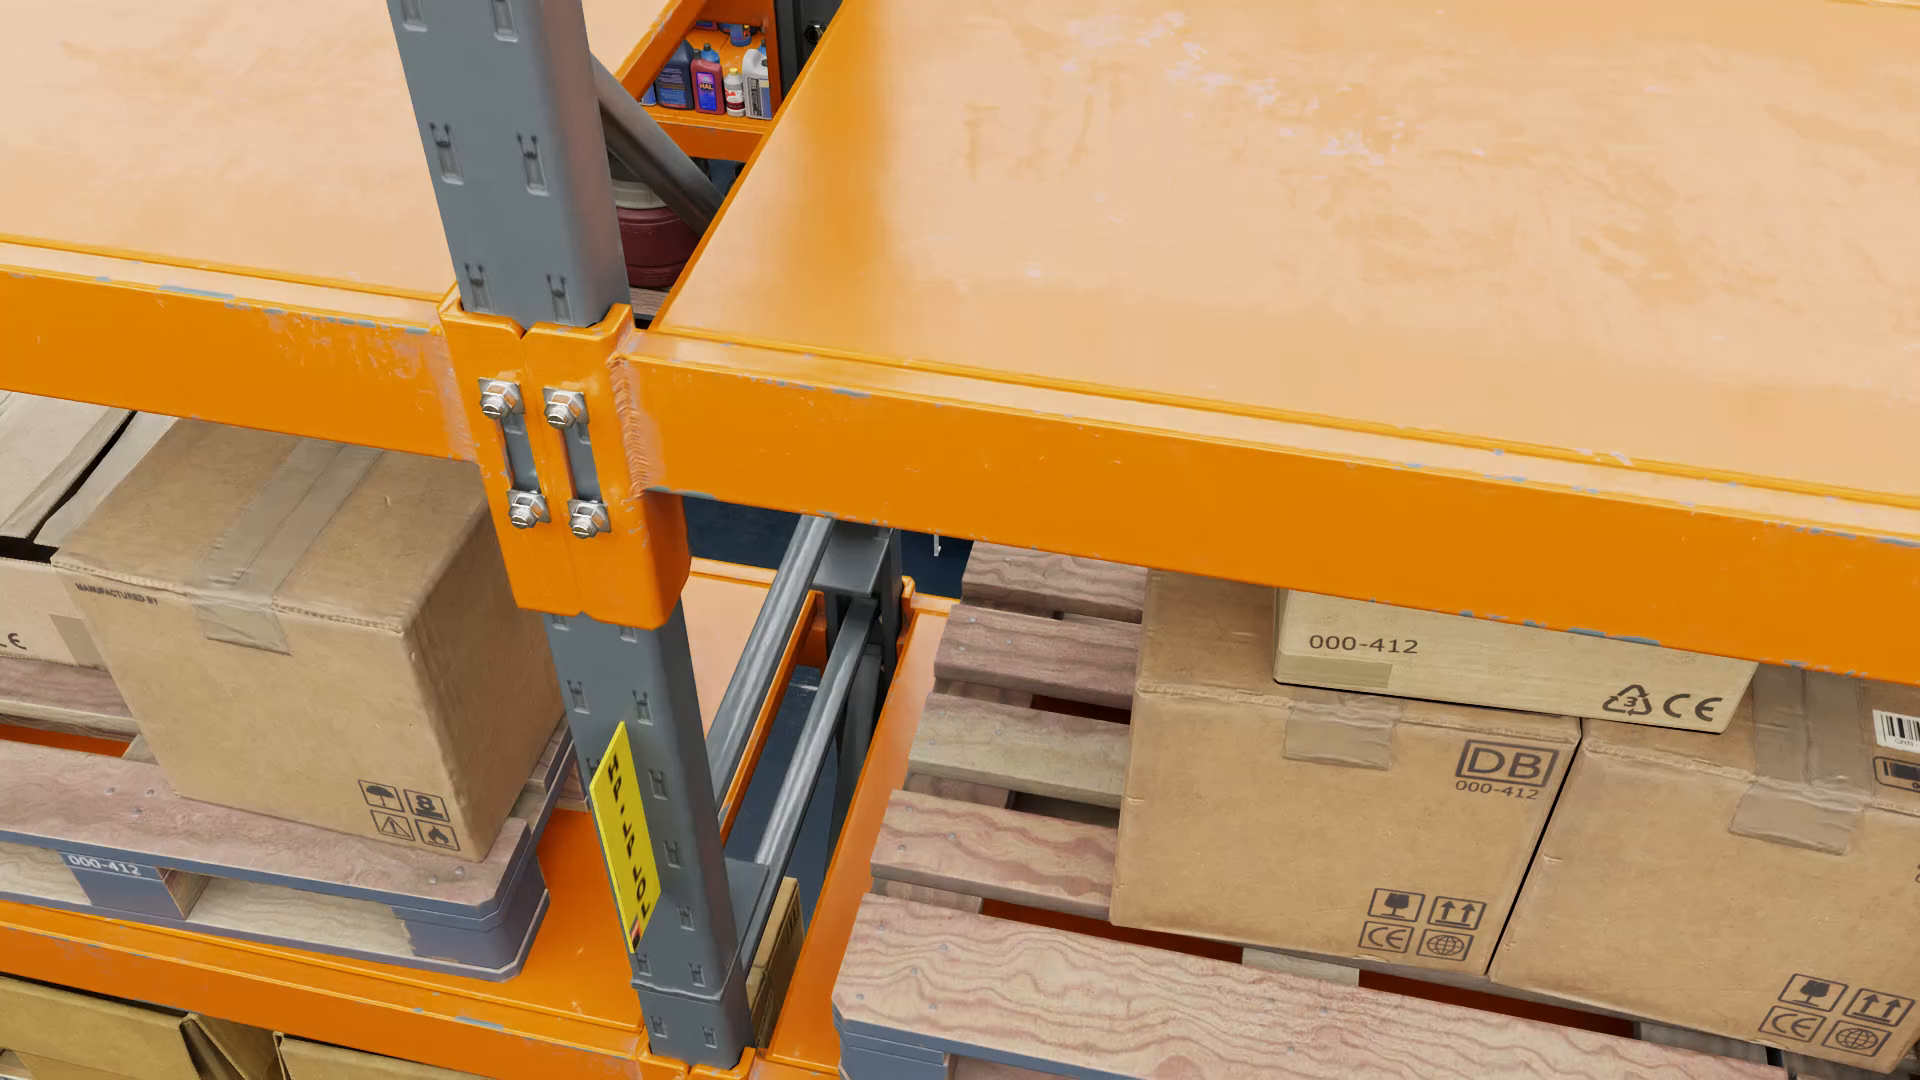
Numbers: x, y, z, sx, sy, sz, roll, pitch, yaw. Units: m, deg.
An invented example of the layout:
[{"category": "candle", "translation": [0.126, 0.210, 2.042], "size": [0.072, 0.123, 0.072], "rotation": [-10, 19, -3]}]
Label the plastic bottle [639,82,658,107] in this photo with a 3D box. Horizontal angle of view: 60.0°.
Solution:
[{"category": "plastic bottle", "translation": [-1.391, -2.059, 7.276], "size": [0.135, 0.276, 0.152], "rotation": [9, 45, 9]}]

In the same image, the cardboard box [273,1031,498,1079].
[{"category": "cardboard box", "translation": [-0.899, 0.871, 3.347], "size": [0.637, 0.503, 0.797], "rotation": [8, 44, 8]}]

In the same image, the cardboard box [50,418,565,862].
[{"category": "cardboard box", "translation": [-0.842, 0.010, 2.499], "size": [0.500, 0.500, 0.700], "rotation": [10, 45, 10]}]

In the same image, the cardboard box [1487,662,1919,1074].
[{"category": "cardboard box", "translation": [1.027, 0.217, 2.211], "size": [0.500, 0.500, 0.700], "rotation": [11, 45, 11]}]

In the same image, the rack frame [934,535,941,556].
[{"category": "rack frame", "translation": [-0.077, -0.444, 6.806], "size": [0.015, 1.200, 0.240], "rotation": [9, 45, 9]}]

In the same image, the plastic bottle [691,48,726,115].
[{"category": "plastic bottle", "translation": [-1.090, -1.983, 7.191], "size": [0.133, 0.283, 0.061], "rotation": [9, 45, 9]}]

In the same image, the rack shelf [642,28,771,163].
[{"category": "rack shelf", "translation": [-1.144, -2.036, 7.682], "size": [4.000, 0.370, 1.077], "rotation": [9, 45, 9]}]

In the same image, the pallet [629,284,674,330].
[{"category": "pallet", "translation": [-1.131, -1.316, 8.425], "size": [1.213, 0.211, 1.003], "rotation": [9, 45, 9]}]

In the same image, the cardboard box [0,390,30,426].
[{"category": "cardboard box", "translation": [-1.694, -0.109, 2.876], "size": [0.250, 0.149, 0.380], "rotation": [7, 44, 7]}]

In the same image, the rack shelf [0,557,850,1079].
[{"category": "rack shelf", "translation": [-2.226, 0.235, 3.159], "size": [4.000, 0.370, 1.077], "rotation": [9, 45, 9]}]

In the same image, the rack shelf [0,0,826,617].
[{"category": "rack shelf", "translation": [-2.226, -0.702, 2.257], "size": [4.000, 0.370, 1.077], "rotation": [9, 45, 9]}]

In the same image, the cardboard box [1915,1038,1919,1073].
[{"category": "cardboard box", "translation": [1.506, 0.393, 2.029], "size": [0.500, 0.500, 0.700], "rotation": [11, 45, 11]}]

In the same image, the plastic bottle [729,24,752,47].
[{"category": "plastic bottle", "translation": [-1.020, -2.418, 7.652], "size": [0.097, 0.271, 0.097], "rotation": [0, 44, 0]}]

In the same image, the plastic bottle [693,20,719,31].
[{"category": "plastic bottle", "translation": [-1.195, -2.521, 7.751], "size": [0.133, 0.283, 0.061], "rotation": [9, 45, 9]}]

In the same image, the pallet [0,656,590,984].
[{"category": "pallet", "translation": [-1.179, 0.242, 2.771], "size": [1.217, 0.209, 0.805], "rotation": [7, 44, 7]}]

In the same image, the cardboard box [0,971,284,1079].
[{"category": "cardboard box", "translation": [-1.566, 0.759, 3.463], "size": [0.637, 0.503, 0.797], "rotation": [9, 45, 10]}]

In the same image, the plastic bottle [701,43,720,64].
[{"category": "plastic bottle", "translation": [-1.090, -2.035, 7.254], "size": [0.097, 0.271, 0.097], "rotation": [0, 44, 0]}]

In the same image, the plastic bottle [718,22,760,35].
[{"category": "plastic bottle", "translation": [-1.036, -2.535, 7.716], "size": [0.185, 0.351, 0.144], "rotation": [9, 45, 9]}]

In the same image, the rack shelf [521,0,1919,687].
[{"category": "rack shelf", "translation": [1.678, -0.096, 1.628], "size": [4.000, 0.370, 1.077], "rotation": [9, 45, 9]}]

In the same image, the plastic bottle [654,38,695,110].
[{"category": "plastic bottle", "translation": [-1.236, -2.060, 7.222], "size": [0.185, 0.351, 0.144], "rotation": [9, 45, 9]}]

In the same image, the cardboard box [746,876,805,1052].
[{"category": "cardboard box", "translation": [-0.668, 1.084, 3.848], "size": [0.500, 0.500, 0.500], "rotation": [9, 45, 9]}]

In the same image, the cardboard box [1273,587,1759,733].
[{"category": "cardboard box", "translation": [0.642, -0.068, 1.967], "size": [0.500, 0.250, 0.500], "rotation": [6, 44, 6]}]

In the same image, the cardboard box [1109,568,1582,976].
[{"category": "cardboard box", "translation": [0.503, 0.133, 2.299], "size": [0.500, 0.500, 0.700], "rotation": [6, 44, 7]}]

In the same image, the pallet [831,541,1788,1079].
[{"category": "pallet", "translation": [0.522, 0.441, 2.489], "size": [1.213, 0.211, 1.003], "rotation": [9, 45, 9]}]

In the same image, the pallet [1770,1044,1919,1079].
[{"category": "pallet", "translation": [1.709, 0.628, 2.296], "size": [1.213, 0.211, 1.003], "rotation": [9, 45, 9]}]

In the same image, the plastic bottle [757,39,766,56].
[{"category": "plastic bottle", "translation": [-0.845, -2.062, 7.282], "size": [0.097, 0.271, 0.097], "rotation": [0, 44, 0]}]

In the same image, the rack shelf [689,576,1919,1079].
[{"category": "rack shelf", "translation": [1.678, 0.840, 2.530], "size": [4.000, 0.370, 1.077], "rotation": [9, 45, 9]}]

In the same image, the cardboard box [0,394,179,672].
[{"category": "cardboard box", "translation": [-1.325, -0.068, 2.716], "size": [0.500, 0.311, 0.500], "rotation": [7, 44, 8]}]

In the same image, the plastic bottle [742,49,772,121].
[{"category": "plastic bottle", "translation": [-0.854, -1.976, 7.190], "size": [0.135, 0.276, 0.152], "rotation": [9, 45, 9]}]

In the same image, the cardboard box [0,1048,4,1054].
[{"category": "cardboard box", "translation": [-2.176, 0.675, 3.550], "size": [0.637, 0.503, 0.797], "rotation": [10, 45, 10]}]

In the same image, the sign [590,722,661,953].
[{"category": "sign", "translation": [-0.383, 0.347, 1.923], "size": [0.005, 0.325, 0.100], "rotation": [9, 45, 9]}]

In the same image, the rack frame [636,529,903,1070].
[{"category": "rack frame", "translation": [-0.274, 1.359, 3.635], "size": [0.127, 3.000, 1.000], "rotation": [9, 45, 9]}]

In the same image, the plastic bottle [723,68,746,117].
[{"category": "plastic bottle", "translation": [-0.973, -1.948, 7.214], "size": [0.097, 0.201, 0.097], "rotation": [0, 44, 0]}]

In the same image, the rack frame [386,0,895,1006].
[{"category": "rack frame", "translation": [-0.274, -0.802, 1.555], "size": [0.127, 3.000, 1.000], "rotation": [9, 45, 9]}]

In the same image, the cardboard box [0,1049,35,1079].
[{"category": "cardboard box", "translation": [-1.783, 1.283, 3.642], "size": [0.500, 0.500, 0.500], "rotation": [8, 45, 9]}]

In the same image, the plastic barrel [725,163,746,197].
[{"category": "plastic barrel", "translation": [-0.942, -1.595, 8.195], "size": [0.421, 0.512, 0.421], "rotation": [0, 44, 0]}]

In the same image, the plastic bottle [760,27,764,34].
[{"category": "plastic bottle", "translation": [-0.893, -2.500, 7.738], "size": [0.097, 0.271, 0.097], "rotation": [0, 44, 0]}]

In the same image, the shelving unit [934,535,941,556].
[{"category": "shelving unit", "translation": [0.162, -0.407, 6.768], "size": [0.503, 1.200, 0.258], "rotation": [9, 45, 9]}]

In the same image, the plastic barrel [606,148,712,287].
[{"category": "plastic barrel", "translation": [-1.513, -1.647, 8.195], "size": [0.708, 0.588, 0.600], "rotation": [9, 45, 9]}]
